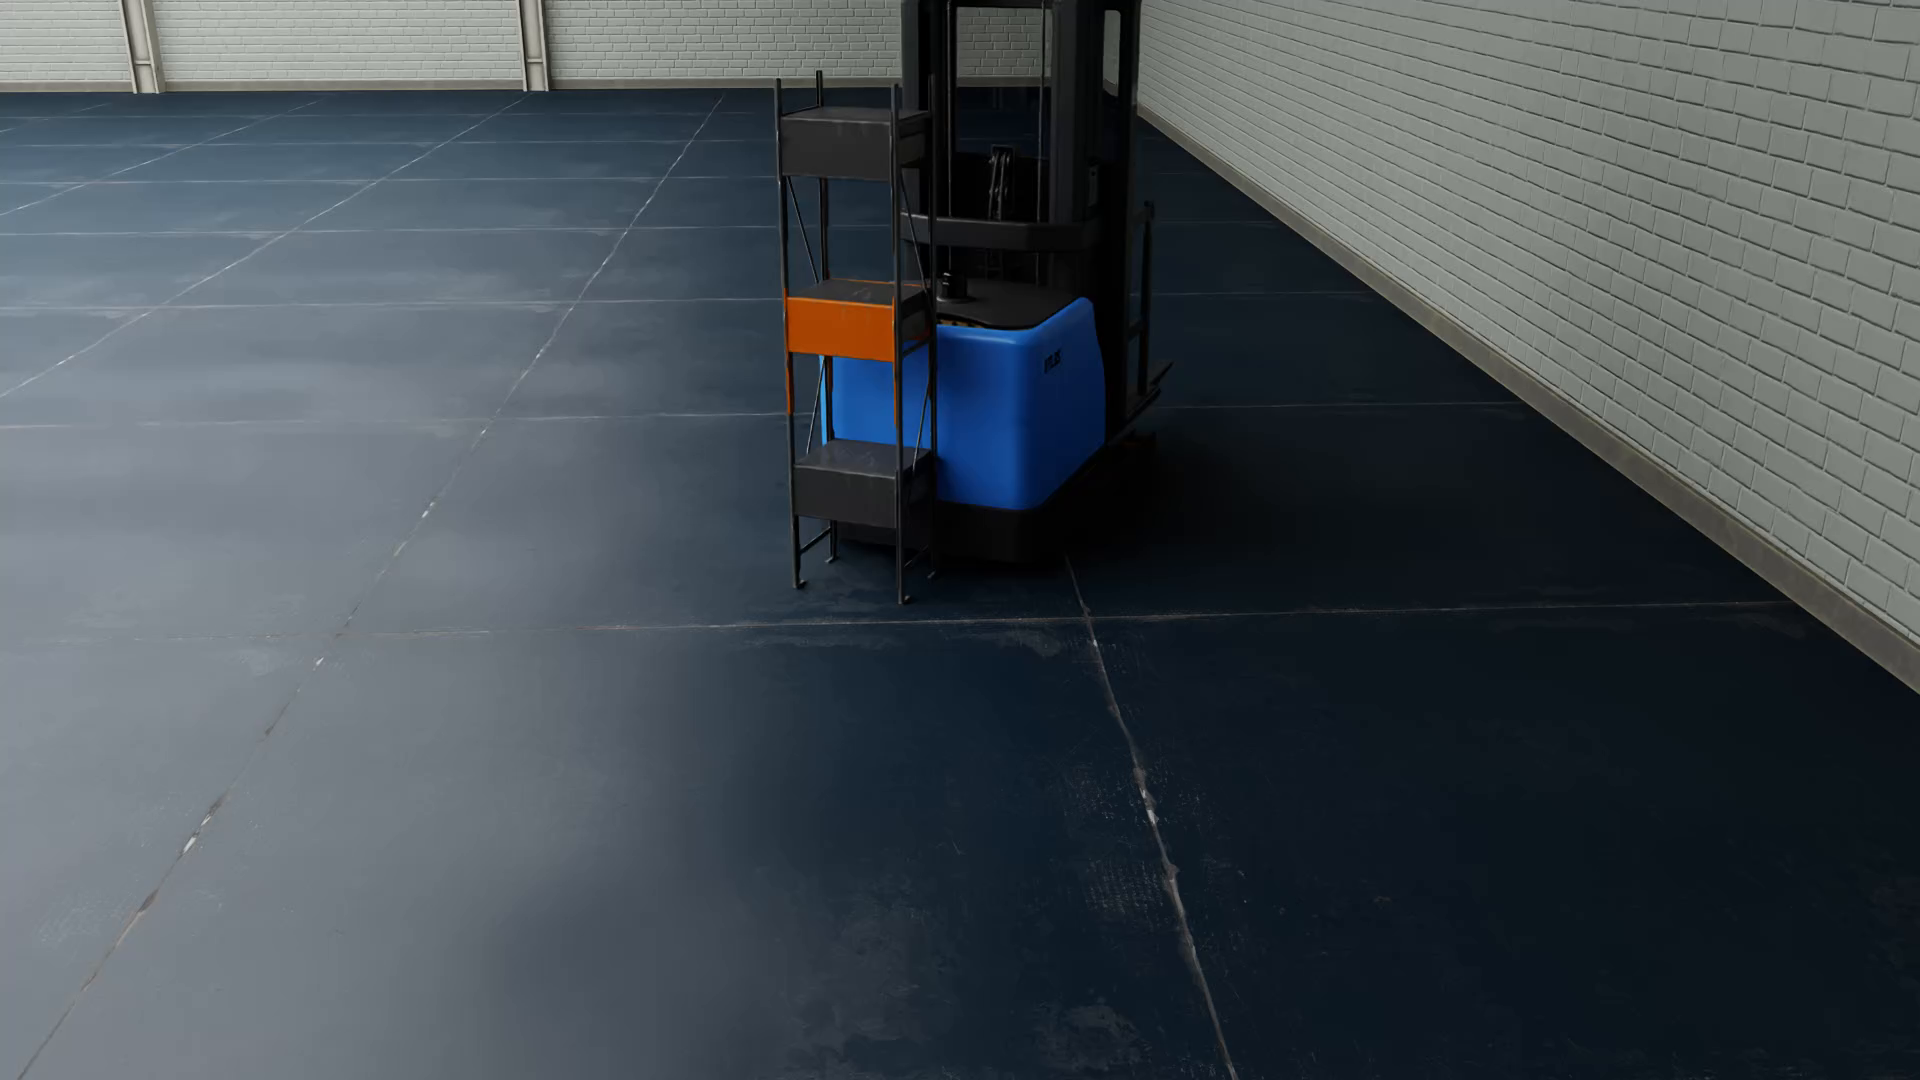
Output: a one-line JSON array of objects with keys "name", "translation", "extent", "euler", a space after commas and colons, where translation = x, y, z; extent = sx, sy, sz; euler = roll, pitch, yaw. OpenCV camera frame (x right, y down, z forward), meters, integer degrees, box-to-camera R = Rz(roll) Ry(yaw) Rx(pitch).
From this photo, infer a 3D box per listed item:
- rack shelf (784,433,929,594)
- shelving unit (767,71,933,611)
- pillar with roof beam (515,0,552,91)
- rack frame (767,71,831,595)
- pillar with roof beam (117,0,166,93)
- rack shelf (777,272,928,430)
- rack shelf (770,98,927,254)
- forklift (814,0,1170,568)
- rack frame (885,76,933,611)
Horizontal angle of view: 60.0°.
[{"name": "rack shelf", "translation": [-0.424, -0.120, 6.990], "extent": [0.480, 0.518, 0.431], "euler": [8, 22, 20]}, {"name": "shelving unit", "translation": [-0.424, -0.787, 6.736], "extent": [0.503, 2.100, 0.431], "euler": [8, 22, 20]}, {"name": "pillar with roof beam", "translation": [-6.444, -9.809, 20.738], "extent": [0.400, 9.000, 9.100], "euler": [-1, 21, -3]}, {"name": "rack frame", "translation": [-0.651, -0.818, 6.819], "extent": [0.015, 2.100, 0.400], "euler": [8, 22, 20]}, {"name": "pillar with roof beam", "translation": [-12.434, -9.687, 20.418], "extent": [0.400, 9.000, 9.100], "euler": [-1, 21, -3]}, {"name": "rack shelf", "translation": [-0.424, -0.774, 6.741], "extent": [0.480, 0.518, 0.431], "euler": [8, 22, 20]}, {"name": "rack shelf", "translation": [-0.424, -1.428, 6.492], "extent": [0.480, 0.518, 0.431], "euler": [8, 22, 20]}, {"name": "forklift", "translation": [0.360, -1.739, 8.068], "extent": [1.130, 2.935, 3.031], "euler": [8, 22, 20]}, {"name": "rack frame", "translation": [-0.196, -0.755, 6.653], "extent": [0.015, 2.100, 0.400], "euler": [8, 22, 20]}]
